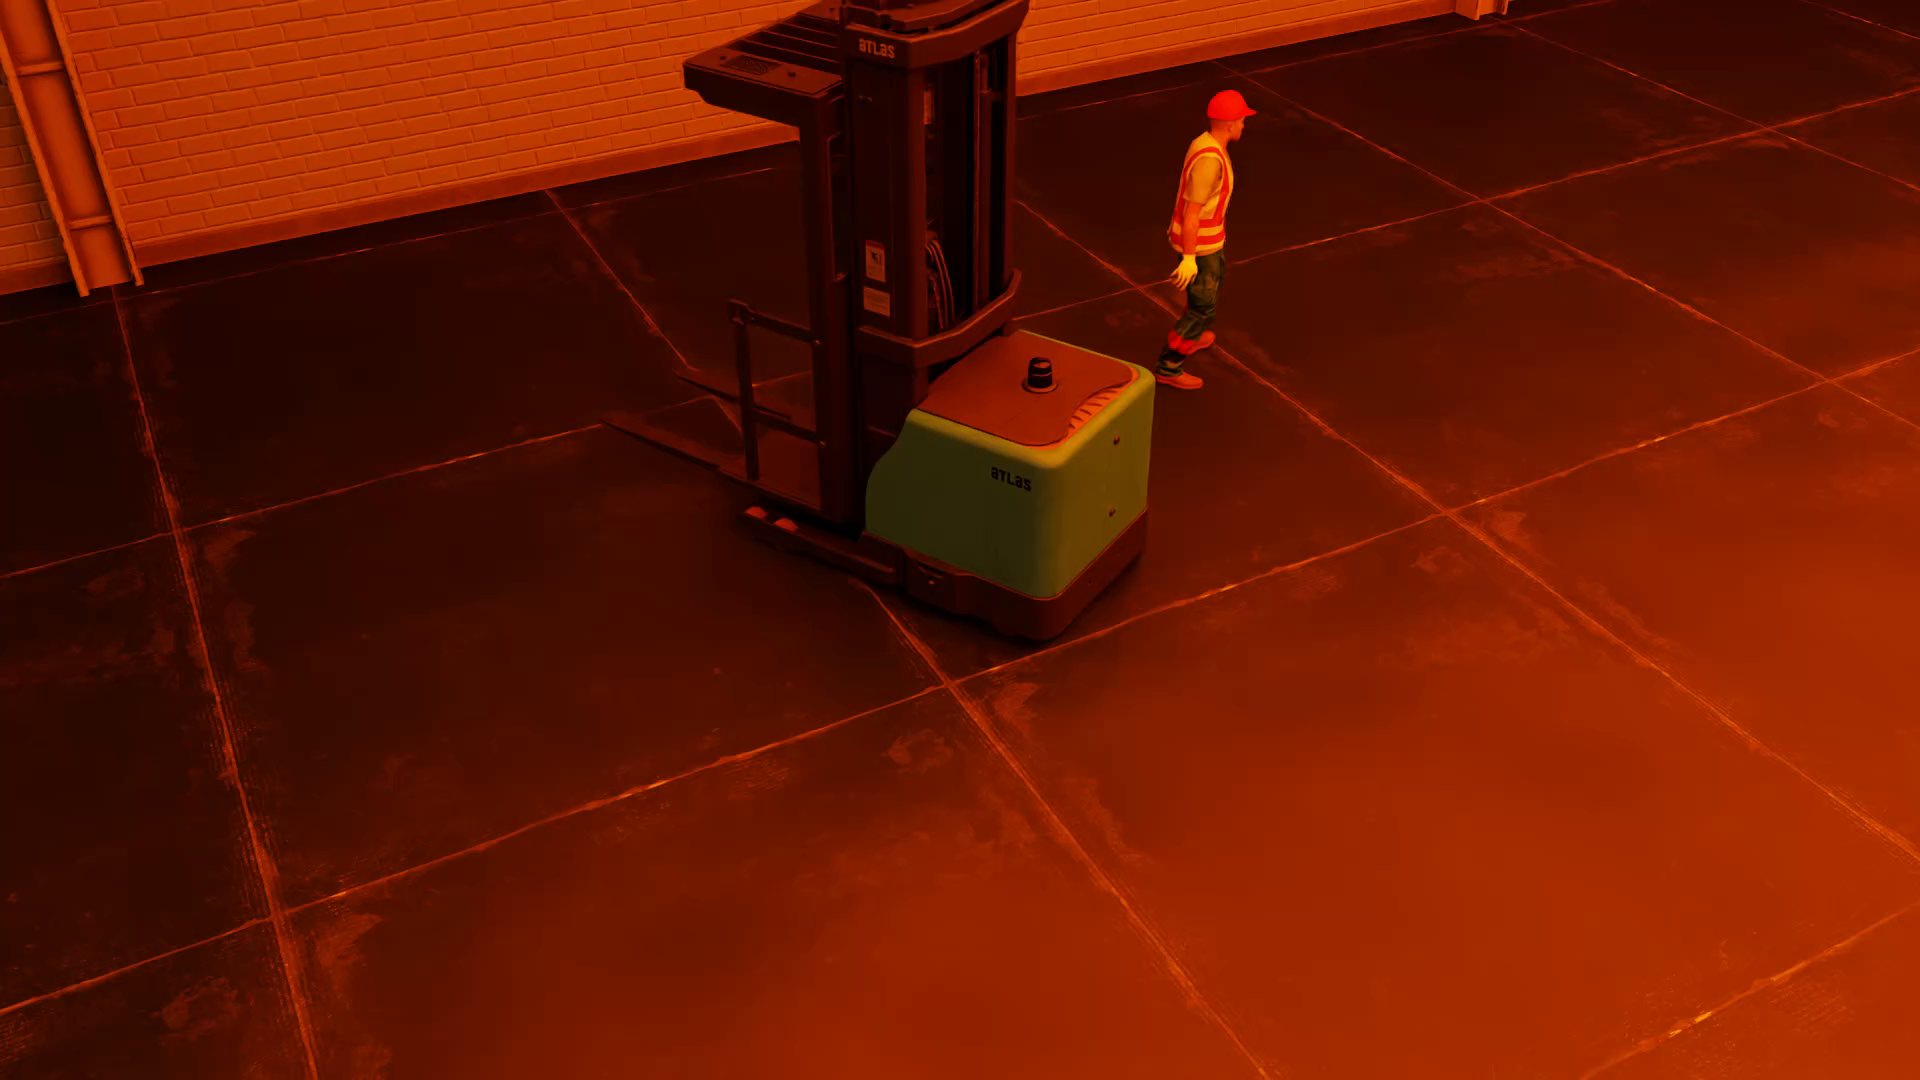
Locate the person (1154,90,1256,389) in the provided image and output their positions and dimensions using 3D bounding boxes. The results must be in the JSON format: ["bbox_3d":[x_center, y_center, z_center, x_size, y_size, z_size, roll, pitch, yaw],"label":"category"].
[{"bbox_3d":[1.404,-1.723,9.604,0.455,1.747,0.870,4,35,5],"label":"person"}]

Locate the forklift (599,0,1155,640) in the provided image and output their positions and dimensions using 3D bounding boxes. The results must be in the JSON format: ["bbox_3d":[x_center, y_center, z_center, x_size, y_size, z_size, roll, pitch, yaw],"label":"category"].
[{"bbox_3d":[-0.560,-1.374,8.067,3.031,2.935,1.130,21,40,27],"label":"forklift"}]
